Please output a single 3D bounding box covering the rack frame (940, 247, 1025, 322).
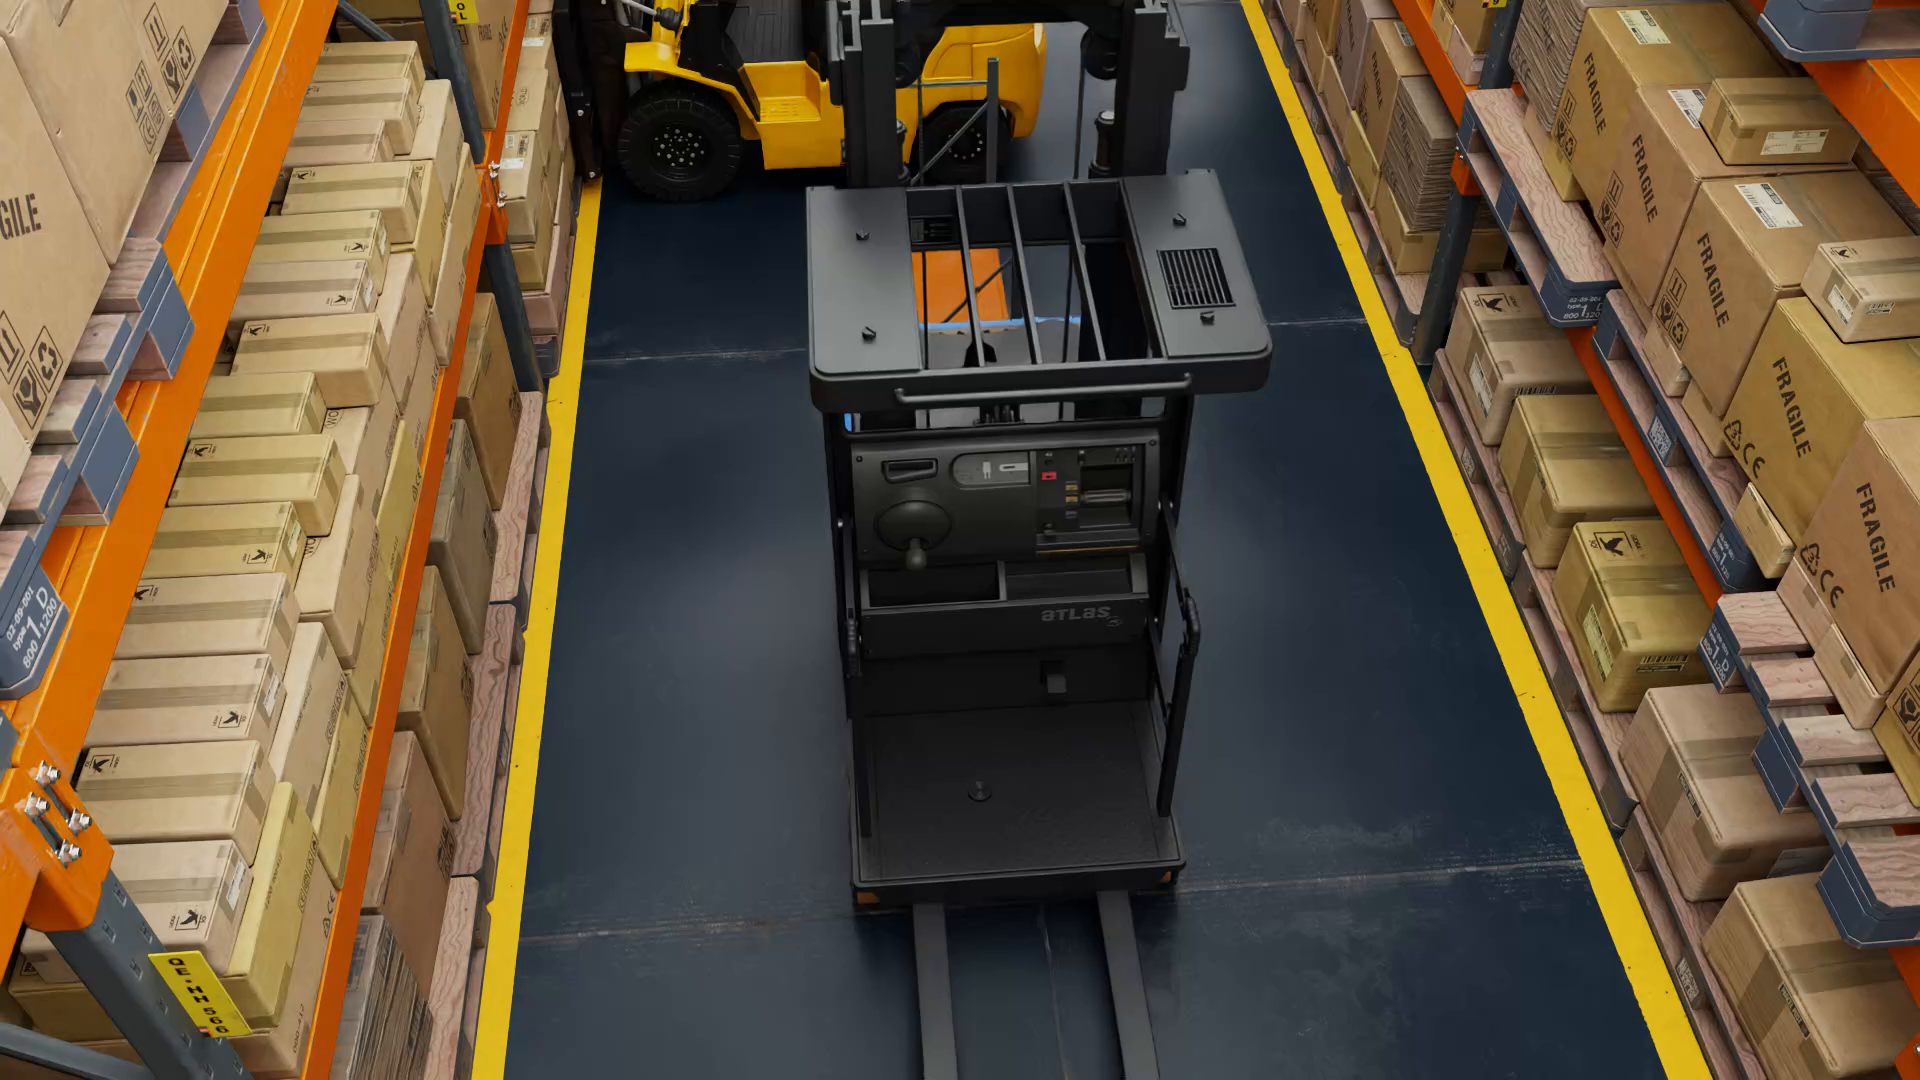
[{"bbox_3d":[-0.015,-0.656,6.475,0.500,1.500,0.032,-3,47,-3],"label":"rack frame"}]

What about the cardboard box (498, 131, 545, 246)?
[{"bbox_3d":[-2.081,-1.507,7.164,0.500,0.250,0.500,-4,47,-4],"label":"cardboard box"}]

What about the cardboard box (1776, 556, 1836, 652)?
[{"bbox_3d":[2.492,0.161,4.552,0.380,0.149,0.250,-5,47,-5],"label":"cardboard box"}]

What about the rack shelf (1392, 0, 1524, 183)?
[{"bbox_3d":[2.425,-3.100,8.252,1.077,0.370,4.000,-3,47,-3],"label":"rack shelf"}]

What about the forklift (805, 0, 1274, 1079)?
[{"bbox_3d":[0.160,-0.023,4.890,1.130,2.935,3.031,-3,47,-3],"label":"forklift"}]

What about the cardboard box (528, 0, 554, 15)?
[{"bbox_3d":[-2.203,-2.618,8.215,0.500,0.250,0.500,-4,47,-4],"label":"cardboard box"}]

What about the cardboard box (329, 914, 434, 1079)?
[{"bbox_3d":[-2.057,1.518,4.729,0.875,0.625,0.625,-2,47,-2],"label":"cardboard box"}]

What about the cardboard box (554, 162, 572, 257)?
[{"bbox_3d":[-2.122,-1.531,7.875,0.500,0.250,0.500,-4,47,-4],"label":"cardboard box"}]

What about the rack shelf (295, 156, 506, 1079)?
[{"bbox_3d":[-2.186,0.099,5.223,1.077,0.370,4.000,-3,47,-3],"label":"rack shelf"}]

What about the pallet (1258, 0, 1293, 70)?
[{"bbox_3d":[2.297,-3.190,9.763,1.003,0.211,1.213,-3,47,-3],"label":"pallet"}]

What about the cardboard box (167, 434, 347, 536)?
[{"bbox_3d":[-1.870,-0.141,4.438,0.380,0.149,0.250,-3,47,-2],"label":"cardboard box"}]

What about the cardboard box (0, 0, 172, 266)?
[{"bbox_3d":[-1.978,-0.844,3.127,0.700,0.500,0.500,-4,47,-4],"label":"cardboard box"}]

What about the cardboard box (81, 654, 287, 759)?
[{"bbox_3d":[-1.822,0.415,3.912,0.380,0.149,0.250,-2,47,-2],"label":"cardboard box"}]

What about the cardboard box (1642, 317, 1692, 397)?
[{"bbox_3d":[2.405,-0.594,5.267,0.380,0.149,0.250,-2,47,-2],"label":"cardboard box"}]

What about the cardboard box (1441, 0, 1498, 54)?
[{"bbox_3d":[2.308,-2.343,6.766,0.500,0.500,0.500,-5,47,-4],"label":"cardboard box"}]

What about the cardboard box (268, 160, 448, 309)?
[{"bbox_3d":[-2.007,-1.004,5.531,0.500,0.250,0.500,-5,47,-4],"label":"cardboard box"}]

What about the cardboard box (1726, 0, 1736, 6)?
[{"bbox_3d":[2.860,-1.861,6.020,0.500,0.500,0.500,-4,47,-4],"label":"cardboard box"}]

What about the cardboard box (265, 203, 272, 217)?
[{"bbox_3d":[-2.534,-0.969,5.497,0.500,0.250,0.500,-4,47,-4],"label":"cardboard box"}]

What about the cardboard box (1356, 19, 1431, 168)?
[{"bbox_3d":[2.231,-2.136,7.932,0.500,0.500,0.500,-3,47,-3],"label":"cardboard box"}]

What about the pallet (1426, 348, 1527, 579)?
[{"bbox_3d":[2.659,-0.378,7.099,1.003,0.211,1.213,-3,47,-3],"label":"pallet"}]

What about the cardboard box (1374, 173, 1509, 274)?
[{"bbox_3d":[2.275,-1.510,7.856,0.500,0.250,0.500,-2,47,-1],"label":"cardboard box"}]

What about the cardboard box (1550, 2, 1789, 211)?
[{"bbox_3d":[2.389,-1.462,5.642,0.500,0.500,0.500,-3,47,-3],"label":"cardboard box"}]

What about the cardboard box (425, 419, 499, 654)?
[{"bbox_3d":[-2.241,0.015,6.152,0.875,0.625,0.625,-4,47,-4],"label":"cardboard box"}]

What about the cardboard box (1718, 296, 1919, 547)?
[{"bbox_3d":[2.515,-0.338,4.577,0.500,0.500,0.500,-6,47,-6],"label":"cardboard box"}]

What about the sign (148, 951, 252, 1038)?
[{"bbox_3d":[-1.479,0.888,3.237,0.100,0.325,0.005,-3,47,-3],"label":"sign"}]

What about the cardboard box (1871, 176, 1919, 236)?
[{"bbox_3d":[2.985,-0.749,4.967,0.500,0.500,0.500,-5,47,-5],"label":"cardboard box"}]

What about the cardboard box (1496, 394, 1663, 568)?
[{"bbox_3d":[2.703,-0.242,6.570,0.950,0.372,0.625,-1,47,-1],"label":"cardboard box"}]

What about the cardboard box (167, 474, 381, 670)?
[{"bbox_3d":[-1.879,0.100,4.485,0.500,0.250,0.500,-5,47,-4],"label":"cardboard box"}]

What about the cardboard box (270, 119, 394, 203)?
[{"bbox_3d":[-2.096,-1.254,5.492,0.380,0.149,0.250,-4,47,-3],"label":"cardboard box"}]

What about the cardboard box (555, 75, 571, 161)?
[{"bbox_3d":[-2.161,-2.064,8.035,0.500,0.250,0.500,-4,47,-4],"label":"cardboard box"}]

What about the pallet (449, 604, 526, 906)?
[{"bbox_3d":[-2.148,0.779,6.004,1.003,0.211,1.213,-3,47,-3],"label":"pallet"}]

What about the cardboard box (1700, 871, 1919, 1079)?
[{"bbox_3d":[2.890,1.344,5.068,0.950,0.372,0.625,-6,47,-6],"label":"cardboard box"}]

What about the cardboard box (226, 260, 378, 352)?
[{"bbox_3d":[-1.967,-0.697,4.965,0.380,0.149,0.250,-3,47,-3],"label":"cardboard box"}]

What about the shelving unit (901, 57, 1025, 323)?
[{"bbox_3d":[-0.055,-1.017,6.817,0.587,1.500,1.083,-3,47,-3],"label":"shelving unit"}]

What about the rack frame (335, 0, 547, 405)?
[{"bbox_3d":[-2.353,-1.596,6.332,1.000,3.000,0.127,-3,47,-3],"label":"rack frame"}]

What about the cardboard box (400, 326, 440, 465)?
[{"bbox_3d":[-1.992,-0.471,5.370,0.500,0.250,0.500,-3,47,-3],"label":"cardboard box"}]

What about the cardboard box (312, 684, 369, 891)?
[{"bbox_3d":[-1.849,0.650,4.308,0.500,0.250,0.500,-4,47,-4],"label":"cardboard box"}]

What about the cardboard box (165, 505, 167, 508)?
[{"bbox_3d":[-2.417,0.138,4.449,0.500,0.250,0.500,-4,47,-4],"label":"cardboard box"}]

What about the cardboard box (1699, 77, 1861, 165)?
[{"bbox_3d":[2.473,-1.263,5.007,0.380,0.149,0.250,-1,47,-1],"label":"cardboard box"}]

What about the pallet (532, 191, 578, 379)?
[{"bbox_3d":[-2.378,-1.215,7.891,1.003,0.211,1.213,-3,47,-3],"label":"pallet"}]

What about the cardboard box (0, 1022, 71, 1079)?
[{"bbox_3d":[-2.311,1.040,3.939,0.500,0.250,0.500,-4,47,-4],"label":"cardboard box"}]

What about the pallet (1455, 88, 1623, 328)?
[{"bbox_3d":[2.512,-1.272,6.158,1.003,0.211,1.213,-3,47,-3],"label":"pallet"}]

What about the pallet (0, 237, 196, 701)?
[{"bbox_3d":[-2.164,-0.154,3.030,1.213,0.211,1.003,-2,47,-1],"label":"pallet"}]

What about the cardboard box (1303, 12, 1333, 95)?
[{"bbox_3d":[2.143,-2.629,8.915,0.500,0.250,0.500,-1,47,-1],"label":"cardboard box"}]

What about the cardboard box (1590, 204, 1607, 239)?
[{"bbox_3d":[2.436,-1.157,5.800,0.380,0.149,0.250,-1,47,-1],"label":"cardboard box"}]
